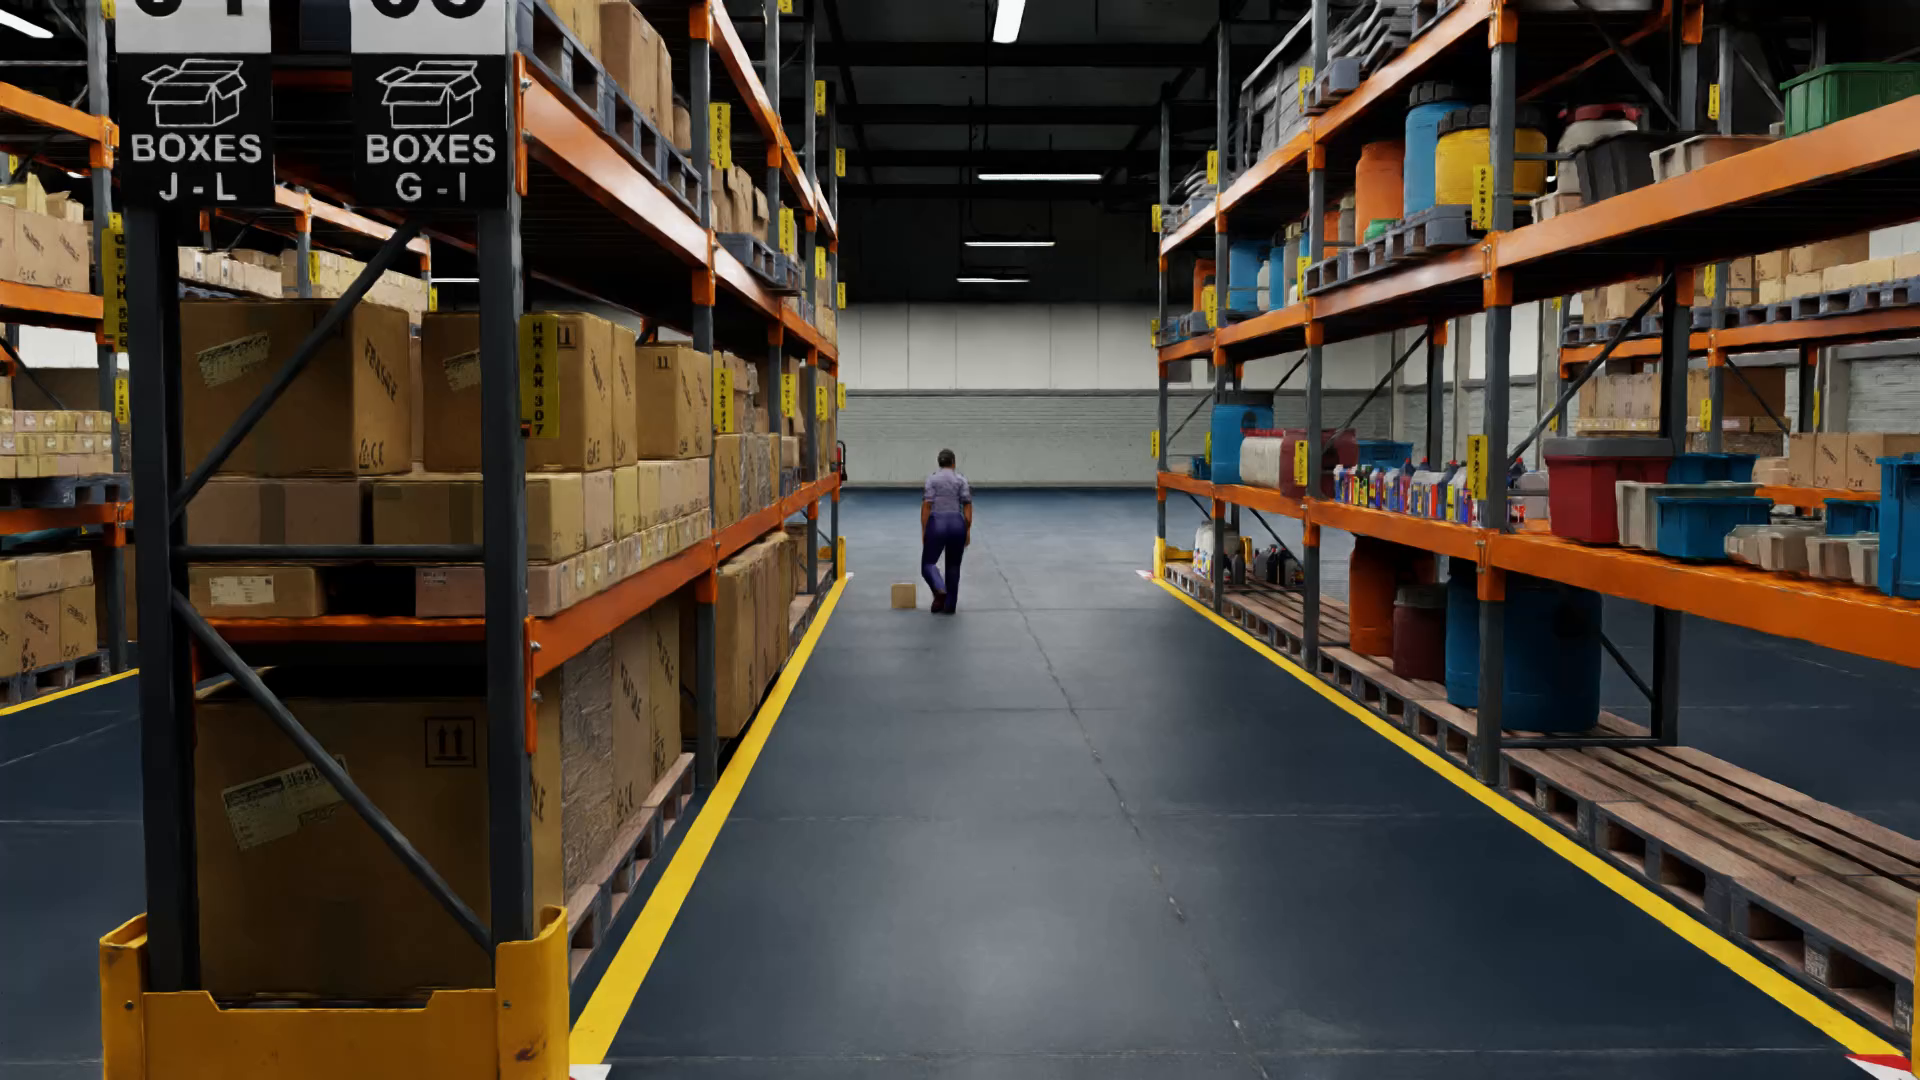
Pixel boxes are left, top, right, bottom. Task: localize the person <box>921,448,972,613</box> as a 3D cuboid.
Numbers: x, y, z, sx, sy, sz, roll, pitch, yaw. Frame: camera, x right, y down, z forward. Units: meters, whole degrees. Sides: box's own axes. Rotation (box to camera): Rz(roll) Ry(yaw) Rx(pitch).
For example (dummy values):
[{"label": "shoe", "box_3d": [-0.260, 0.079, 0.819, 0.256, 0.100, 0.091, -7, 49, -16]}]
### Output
[{"label": "person", "box_3d": [-0.133, -0.084, 16.282, 0.494, 1.628, 0.817, -1, 4, -15]}]
